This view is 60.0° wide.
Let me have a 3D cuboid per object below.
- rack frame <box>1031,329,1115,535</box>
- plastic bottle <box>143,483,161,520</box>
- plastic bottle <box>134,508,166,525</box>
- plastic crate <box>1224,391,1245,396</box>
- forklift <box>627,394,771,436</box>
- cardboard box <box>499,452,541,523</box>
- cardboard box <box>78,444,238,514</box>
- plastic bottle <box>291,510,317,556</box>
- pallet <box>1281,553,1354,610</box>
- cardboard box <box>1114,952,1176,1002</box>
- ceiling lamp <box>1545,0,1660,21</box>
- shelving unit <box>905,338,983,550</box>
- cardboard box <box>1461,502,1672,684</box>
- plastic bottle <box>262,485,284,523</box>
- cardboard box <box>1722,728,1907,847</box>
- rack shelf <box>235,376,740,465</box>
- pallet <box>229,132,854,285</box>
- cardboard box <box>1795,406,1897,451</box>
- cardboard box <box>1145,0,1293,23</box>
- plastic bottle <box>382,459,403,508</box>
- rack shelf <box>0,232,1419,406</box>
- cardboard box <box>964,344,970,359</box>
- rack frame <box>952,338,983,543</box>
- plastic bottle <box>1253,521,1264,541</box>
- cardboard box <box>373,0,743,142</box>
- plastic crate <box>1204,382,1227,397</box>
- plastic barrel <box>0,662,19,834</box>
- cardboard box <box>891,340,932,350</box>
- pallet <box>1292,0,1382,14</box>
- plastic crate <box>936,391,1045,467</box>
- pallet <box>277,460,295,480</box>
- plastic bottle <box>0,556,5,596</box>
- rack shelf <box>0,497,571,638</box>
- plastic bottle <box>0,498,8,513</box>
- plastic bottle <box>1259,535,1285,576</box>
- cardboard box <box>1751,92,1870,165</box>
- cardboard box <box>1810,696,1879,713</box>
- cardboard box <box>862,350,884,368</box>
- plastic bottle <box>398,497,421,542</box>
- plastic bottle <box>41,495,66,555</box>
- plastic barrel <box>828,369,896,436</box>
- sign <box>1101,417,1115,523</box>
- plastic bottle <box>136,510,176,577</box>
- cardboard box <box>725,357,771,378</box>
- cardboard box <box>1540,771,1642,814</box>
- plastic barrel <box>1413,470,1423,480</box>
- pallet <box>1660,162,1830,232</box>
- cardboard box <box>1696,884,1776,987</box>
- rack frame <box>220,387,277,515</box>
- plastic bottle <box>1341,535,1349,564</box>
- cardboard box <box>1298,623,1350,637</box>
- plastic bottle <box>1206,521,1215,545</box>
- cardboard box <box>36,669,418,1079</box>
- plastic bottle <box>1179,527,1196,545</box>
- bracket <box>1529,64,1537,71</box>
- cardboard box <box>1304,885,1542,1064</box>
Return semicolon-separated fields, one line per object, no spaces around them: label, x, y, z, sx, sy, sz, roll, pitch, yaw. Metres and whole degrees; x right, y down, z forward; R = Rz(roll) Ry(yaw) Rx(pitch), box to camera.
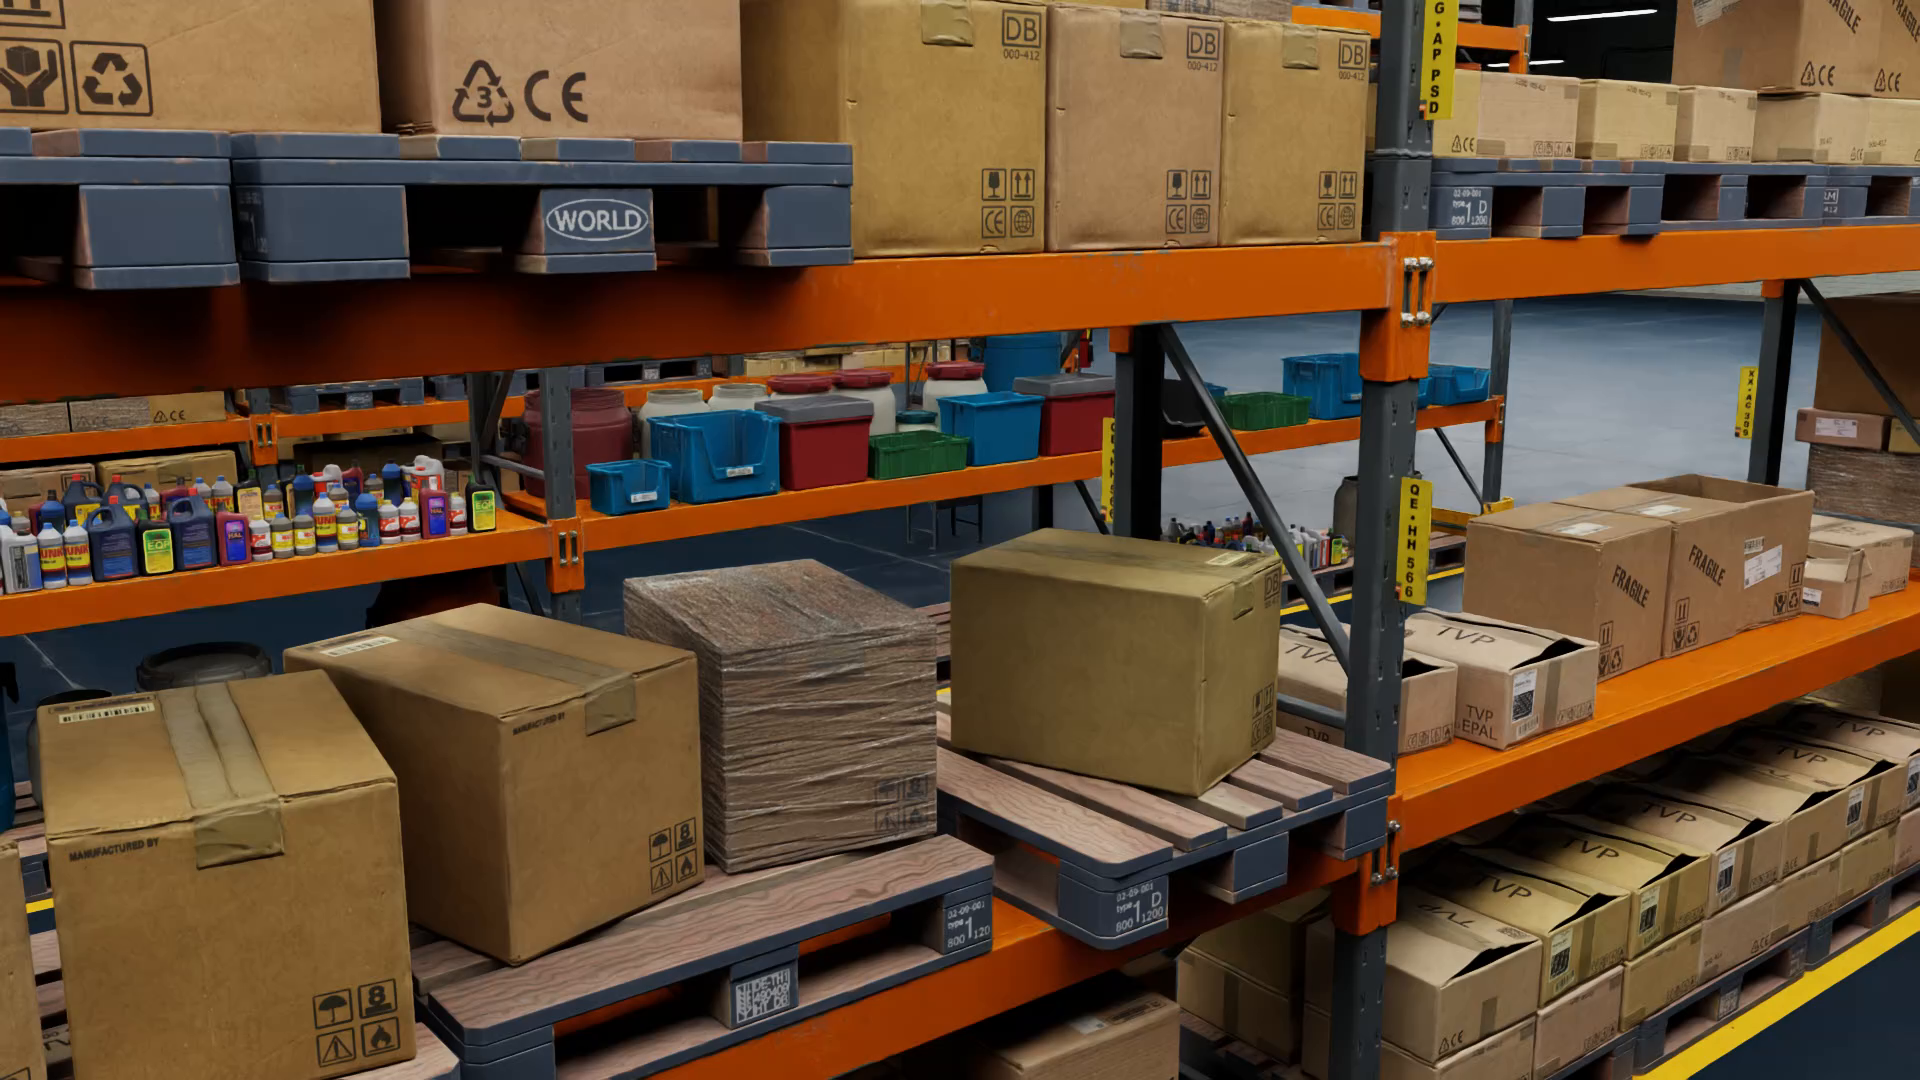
rack frame;0.854;-0.879;11.045;0.127;3.000;1.000;-9;15;-38
plastic bottle;-3.818;-0.132;7.841;0.097;0.271;0.097;0;12;0
plastic bottle;-3.497;-0.001;7.193;0.133;0.283;0.061;-9;15;-38
plastic crate;1.964;-1.001;12.258;0.437;0.136;0.530;-9;15;-38
forklift;-3.072;-2.340;18.094;1.130;2.935;3.031;-8;15;-34
cardboard box;-3.554;-0.467;14.064;0.500;0.500;0.700;-11;16;-42
cardboard box;-5.915;-0.243;12.155;0.875;0.875;1.225;-10;16;-40
plastic bottle;-2.980;-0.036;7.553;0.097;0.201;0.097;0;12;0
pallet;2.358;0.246;12.463;1.213;0.211;1.003;-9;15;-38
cardboard box;0.288;1.465;4.969;0.500;0.500;0.500;-9;15;-35
ceiling lamp;11.361;-10.699;28.796;0.800;3.185;2.000;-9;15;-38
shelving unit;-0.129;-1.006;13.810;0.503;2.100;0.431;-9;15;-38
cardboard box;2.122;0.175;5.842;0.500;0.500;0.500;-11;16;-41
plastic bottle;-3.382;-0.171;8.189;0.097;0.201;0.097;0;12;0
cardboard box;3.406;0.958;6.654;0.500;0.311;0.500;-9;15;-36
rack shelf;-3.802;-1.071;13.681;4.000;0.370;1.077;-9;15;-38
pallet;-0.940;-0.620;3.059;1.003;0.211;1.213;-9;15;-38
cardboard box;4.024;-0.511;7.511;0.250;0.149;0.380;-9;15;-38
cardboard box;0.478;-1.505;4.127;0.500;0.500;0.500;-9;15;-38
plastic bottle;-2.917;-0.282;8.546;0.097;0.271;0.097;0;12;0
rack shelf;-0.739;-0.412;3.356;4.000;0.370;1.077;-9;15;-38
cardboard box;0.005;-1.879;16.360;0.250;0.149;0.380;-9;15;-38
rack frame;0.061;-1.037;13.959;0.015;2.100;0.400;-9;15;-38
plastic bottle;2.286;-0.046;12.801;0.097;0.201;0.097;0;12;0
cardboard box;-0.822;-1.034;3.063;0.600;0.600;0.600;-10;16;-40
plastic crate;1.549;-0.994;11.944;0.616;0.251;0.499;-9;15;-38
plastic barrel;-4.404;0.821;7.083;0.708;0.901;0.600;-9;15;-38
cardboard box;-0.694;-2.123;15.950;0.500;0.500;0.875;-9;15;-38
pallet;2.434;-3.796;11.757;1.213;0.211;1.003;-9;15;-38
plastic crate;0.187;-0.677;10.135;0.575;0.384;0.392;-9;15;-38
pallet;-6.768;-0.864;17.689;1.213;0.211;1.003;-9;15;-38
plastic bottle;-3.962;0.128;6.784;0.097;0.201;0.097;0;12;0
rack shelf;-3.831;0.252;7.453;4.000;0.370;1.077;-9;15;-38
plastic bottle;-4.321;-0.044;7.412;0.135;0.276;0.152;-9;15;-38
plastic bottle;2.223;0.085;11.826;0.185;0.351;0.144;-10;15;-38
cardboard box;3.032;-1.524;6.213;0.500;0.250;0.500;-11;17;-43
cardboard box;4.568;0.906;8.249;0.500;0.250;0.500;-9;15;-38
cardboard box;-0.923;-1.704;15.538;0.250;0.149;0.380;-9;15;-38
plastic bottle;-2.600;-0.099;7.851;0.097;0.201;0.097;0;12;0
plastic bottle;-4.106;-0.068;7.540;0.097;0.271;0.097;0;12;0
plastic barrel;-0.603;-0.761;10.165;0.433;0.535;0.433;0;12;0
sign;0.473;-0.212;5.116;0.005;0.325;0.100;-9;15;-38
plastic bottle;-3.459;0.009;7.147;0.133;0.283;0.061;-9;15;-38
cardboard box;-1.884;-1.538;14.756;0.250;0.149;0.380;-9;15;-38
cardboard box;2.268;1.003;6.440;0.500;0.311;0.500;-9;15;-36
plastic barrel;3.512;-0.288;13.243;0.421;0.512;0.421;0;12;0
pallet;2.168;-1.179;5.691;1.213;0.211;1.003;-9;15;-35
cardboard box;2.610;1.363;6.096;0.500;0.250;0.500;-9;15;-37
rack frame;-5.363;-1.163;12.384;0.127;3.000;1.000;-9;15;-38
plastic bottle;2.818;0.065;12.277;0.097;0.201;0.097;0;12;0
cardboard box;1.352;0.406;5.601;0.250;0.149;0.380;-9;15;-38
plastic bottle;1.863;-0.010;12.463;0.097;0.271;0.097;0;12;0
cardboard box;-1.294;0.584;2.904;0.500;0.500;0.700;-7;14;-29
plastic bottle;1.663;0.051;12.147;0.133;0.283;0.061;-9;15;-38
bracket;16.304;-13.561;47.660;0.430;0.232;0.235;-9;15;-38
cardboard box;1.415;1.289;5.094;0.500;0.311;0.500;-9;15;-36
